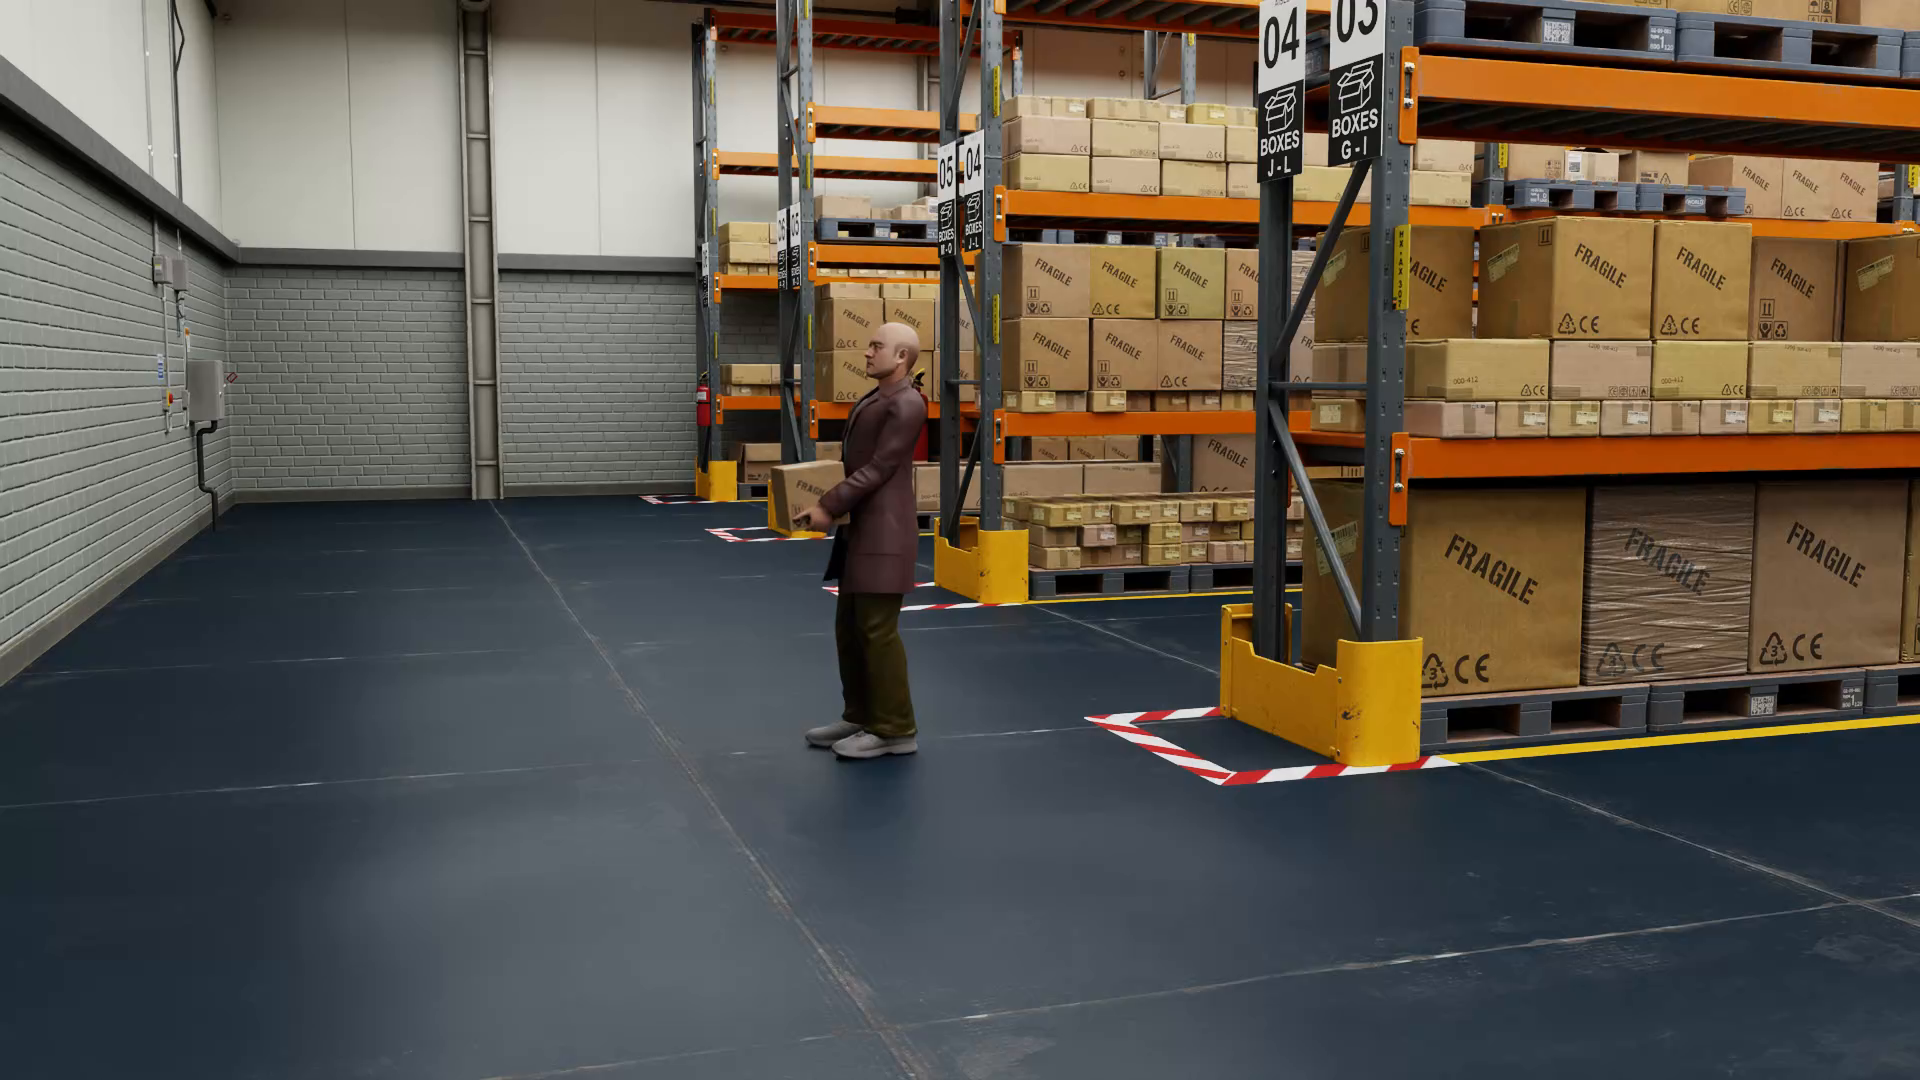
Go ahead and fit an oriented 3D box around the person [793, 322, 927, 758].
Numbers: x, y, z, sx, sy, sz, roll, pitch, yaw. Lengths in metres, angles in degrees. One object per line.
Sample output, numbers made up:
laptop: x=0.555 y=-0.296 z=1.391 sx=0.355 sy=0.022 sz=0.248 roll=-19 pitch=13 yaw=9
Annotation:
person: x=-0.437 y=-0.005 z=6.838 sx=0.563 sy=1.769 sz=0.527 roll=-2 pitch=6 yaw=-18
